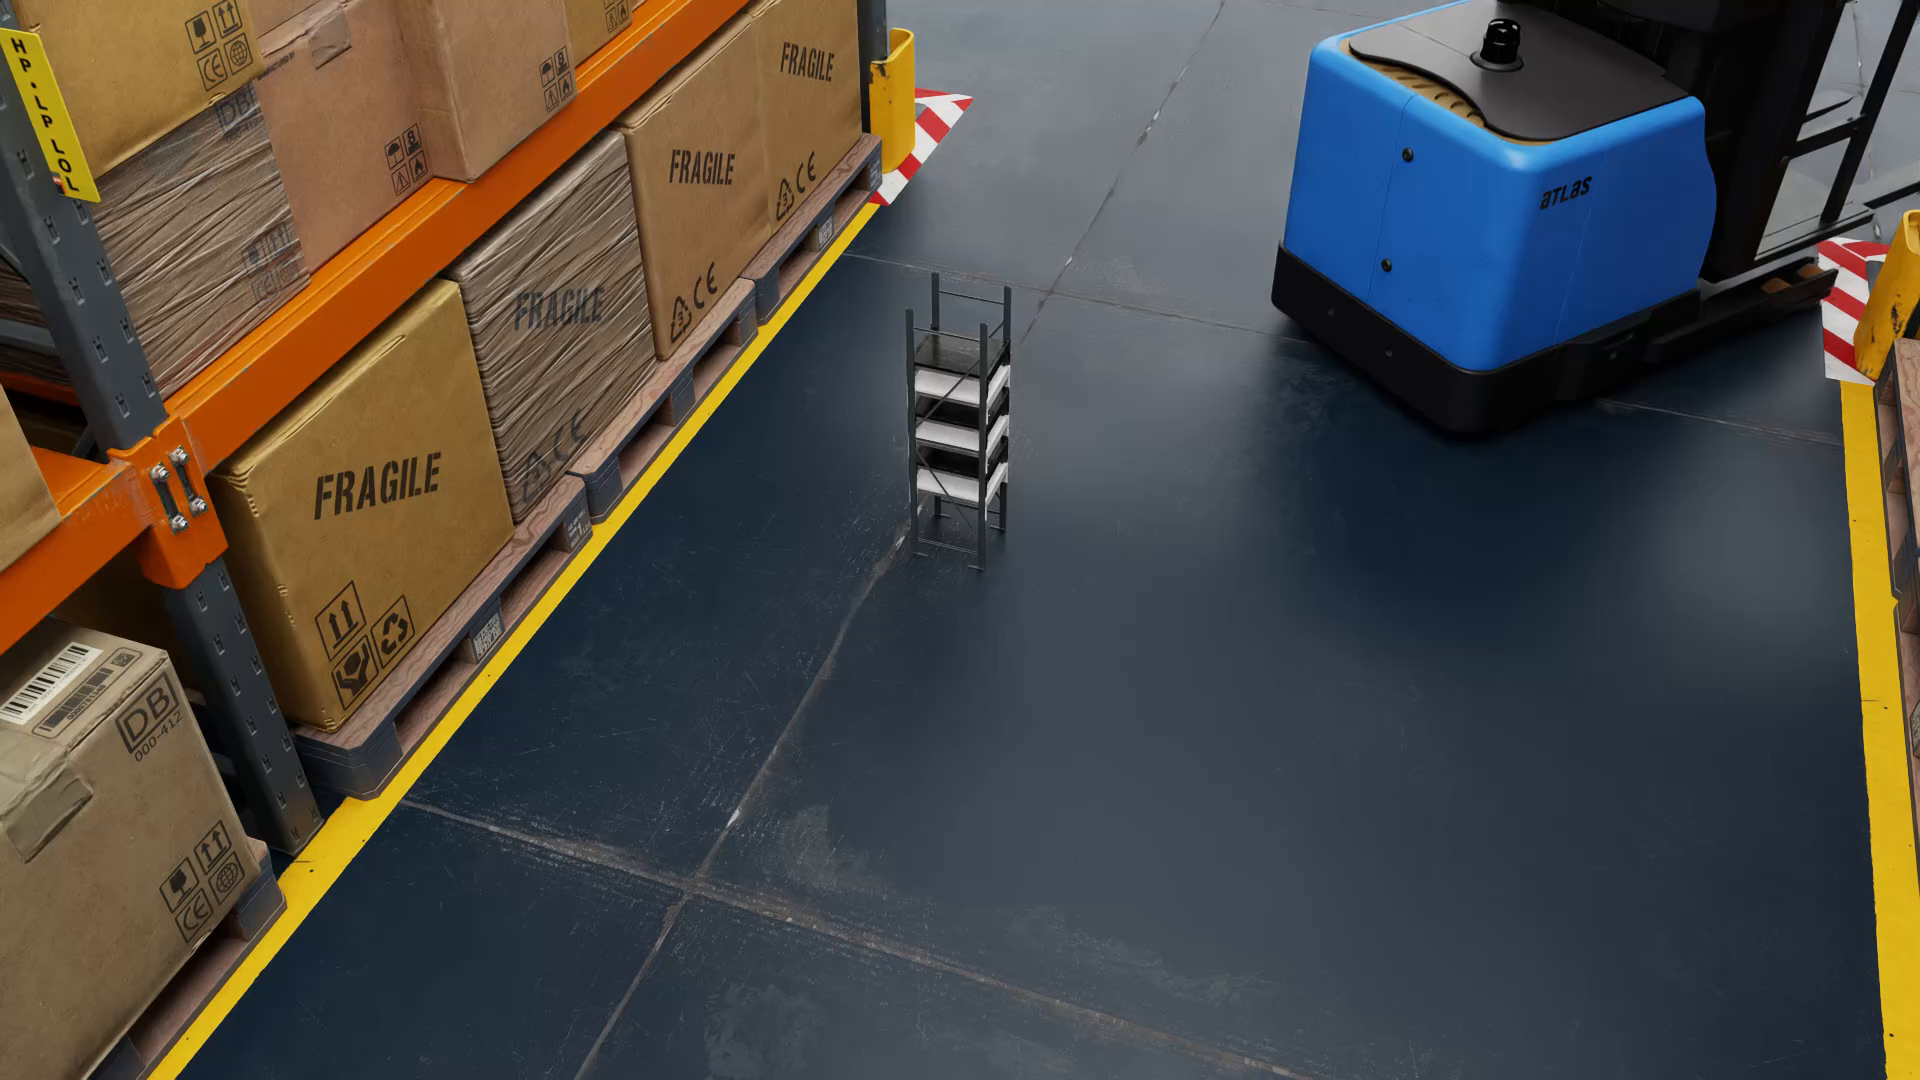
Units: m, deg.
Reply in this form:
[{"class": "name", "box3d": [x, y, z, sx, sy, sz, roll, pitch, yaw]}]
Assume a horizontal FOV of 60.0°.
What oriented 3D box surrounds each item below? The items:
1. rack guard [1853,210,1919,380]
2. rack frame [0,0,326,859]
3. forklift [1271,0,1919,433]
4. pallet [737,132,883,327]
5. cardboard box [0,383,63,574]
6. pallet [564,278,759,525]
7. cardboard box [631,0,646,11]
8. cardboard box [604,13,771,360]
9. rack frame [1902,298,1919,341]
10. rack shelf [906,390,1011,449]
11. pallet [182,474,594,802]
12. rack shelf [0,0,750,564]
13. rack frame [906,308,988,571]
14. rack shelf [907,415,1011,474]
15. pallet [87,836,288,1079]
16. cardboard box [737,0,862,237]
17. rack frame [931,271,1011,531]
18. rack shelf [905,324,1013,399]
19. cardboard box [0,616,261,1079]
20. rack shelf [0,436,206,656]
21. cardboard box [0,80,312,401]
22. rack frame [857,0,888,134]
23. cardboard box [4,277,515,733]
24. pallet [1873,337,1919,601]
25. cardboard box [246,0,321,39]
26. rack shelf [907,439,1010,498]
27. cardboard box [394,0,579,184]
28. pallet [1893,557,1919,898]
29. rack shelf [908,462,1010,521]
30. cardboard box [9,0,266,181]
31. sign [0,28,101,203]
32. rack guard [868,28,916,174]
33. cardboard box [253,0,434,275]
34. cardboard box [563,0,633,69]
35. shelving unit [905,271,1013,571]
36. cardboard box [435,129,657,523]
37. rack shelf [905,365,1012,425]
[{"class": "rack guard", "box3d": [3.808, -0.747, 5.741, 1.175, 0.500, 0.348, 13, 42, 15]}, {"class": "rack frame", "box3d": [-2.160, -0.467, 3.487, 1.000, 3.000, 0.127, 13, 42, 15]}, {"class": "forklift", "box3d": [2.685, -2.191, 5.560, 3.031, 2.935, 1.130, -21, 45, -23]}, {"class": "pallet", "box3d": [-0.992, -1.341, 6.659, 1.003, 0.211, 1.213, 13, 42, 15]}, {"class": "cardboard box", "box3d": [-2.087, -0.128, 3.011, 0.500, 0.500, 0.500, 13, 42, 15]}, {"class": "pallet", "box3d": [-1.411, -0.599, 5.790, 1.003, 0.211, 1.213, 13, 42, 15]}, {"class": "cardboard box", "box3d": [-1.353, -2.074, 5.254, 0.875, 0.550, 0.550, 13, 42, 15]}, {"class": "cardboard box", "box3d": [-1.261, -1.293, 5.768, 0.875, 0.875, 0.875, 13, 42, 14]}, {"class": "rack frame", "box3d": [3.834, -1.744, 4.984, 1.000, 3.000, 0.127, 13, 42, 15]}, {"class": "rack shelf", "box3d": [-0.003, -0.381, 4.915, 0.258, 0.077, 0.200, 13, 42, 15]}, {"class": "pallet", "box3d": [-1.826, 0.147, 4.915, 1.003, 0.211, 1.213, 13, 42, 15]}, {"class": "rack shelf", "box3d": [-1.476, -1.413, 5.150, 1.077, 0.370, 4.000, 13, 42, 15]}, {"class": "rack frame", "box3d": [-0.038, -0.275, 4.879, 0.240, 0.900, 0.006, 13, 42, 15]}, {"class": "rack shelf", "box3d": [-0.003, -0.312, 4.974, 0.258, 0.077, 0.200, 13, 42, 15]}, {"class": "pallet", "box3d": [-2.353, 1.081, 3.820, 1.003, 0.211, 1.213, 13, 42, 15]}, {"class": "cardboard box", "box3d": [-0.962, -1.830, 6.397, 0.875, 0.875, 0.875, 14, 42, 15]}, {"class": "rack frame", "box3d": [0.032, -0.399, 5.025, 0.240, 0.900, 0.006, 13, 42, 15]}, {"class": "rack shelf", "box3d": [-0.003, -0.517, 4.799, 0.258, 0.077, 0.200, 13, 42, 15]}, {"class": "cardboard box", "box3d": [-2.287, 0.627, 3.613, 1.050, 0.750, 0.750, 13, 42, 15]}, {"class": "rack shelf", "box3d": [-2.844, 1.026, 2.290, 1.077, 0.370, 4.000, 13, 42, 15]}, {"class": "cardboard box", "box3d": [-2.045, -0.752, 3.705, 0.875, 0.550, 0.550, 13, 42, 15]}, {"class": "rack frame", "box3d": [-0.792, -2.907, 6.346, 1.000, 3.000, 0.127, 13, 42, 15]}, {"class": "cardboard box", "box3d": [-1.879, -0.187, 4.471, 0.875, 0.875, 0.875, 14, 42, 16]}, {"class": "pallet", "box3d": [3.497, -0.150, 5.263, 1.003, 0.211, 1.213, 13, 42, 15]}, {"class": "cardboard box", "box3d": [-1.922, -1.514, 3.766, 0.875, 0.550, 0.550, 13, 42, 15]}, {"class": "rack shelf", "box3d": [-0.003, -0.244, 5.032, 0.258, 0.077, 0.200, 13, 42, 15]}, {"class": "cardboard box", "box3d": [-1.583, -1.396, 4.459, 0.875, 0.550, 0.550, 13, 42, 15]}, {"class": "pallet", "box3d": [3.079, 0.592, 4.393, 1.003, 0.211, 1.213, 13, 42, 15]}, {"class": "rack shelf", "box3d": [-0.003, -0.175, 5.091, 0.258, 0.077, 0.200, 13, 42, 15]}, {"class": "cardboard box", "box3d": [-2.001, -1.152, 3.342, 0.875, 0.550, 0.550, 13, 42, 15]}, {"class": "sign", "box3d": [-1.647, -0.763, 3.002, 0.100, 0.325, 0.005, 13, 42, 15]}, {"class": "rack guard", "box3d": [-0.784, -1.971, 7.175, 1.175, 0.500, 0.348, 13, 42, 15]}, {"class": "cardboard box", "box3d": [-1.878, -1.092, 4.104, 0.875, 0.550, 0.550, 13, 42, 15]}, {"class": "cardboard box", "box3d": [-1.496, -1.741, 4.864, 0.875, 0.550, 0.500, 13, 42, 15]}, {"class": "shelving unit", "box3d": [-0.003, -0.337, 4.952, 0.258, 0.900, 0.210, 13, 42, 15]}, {"class": "cardboard box", "box3d": [-1.574, -0.737, 5.117, 0.875, 0.875, 0.875, 14, 42, 15]}, {"class": "rack shelf", "box3d": [-0.003, -0.449, 4.857, 0.258, 0.077, 0.200, 13, 42, 15]}]
